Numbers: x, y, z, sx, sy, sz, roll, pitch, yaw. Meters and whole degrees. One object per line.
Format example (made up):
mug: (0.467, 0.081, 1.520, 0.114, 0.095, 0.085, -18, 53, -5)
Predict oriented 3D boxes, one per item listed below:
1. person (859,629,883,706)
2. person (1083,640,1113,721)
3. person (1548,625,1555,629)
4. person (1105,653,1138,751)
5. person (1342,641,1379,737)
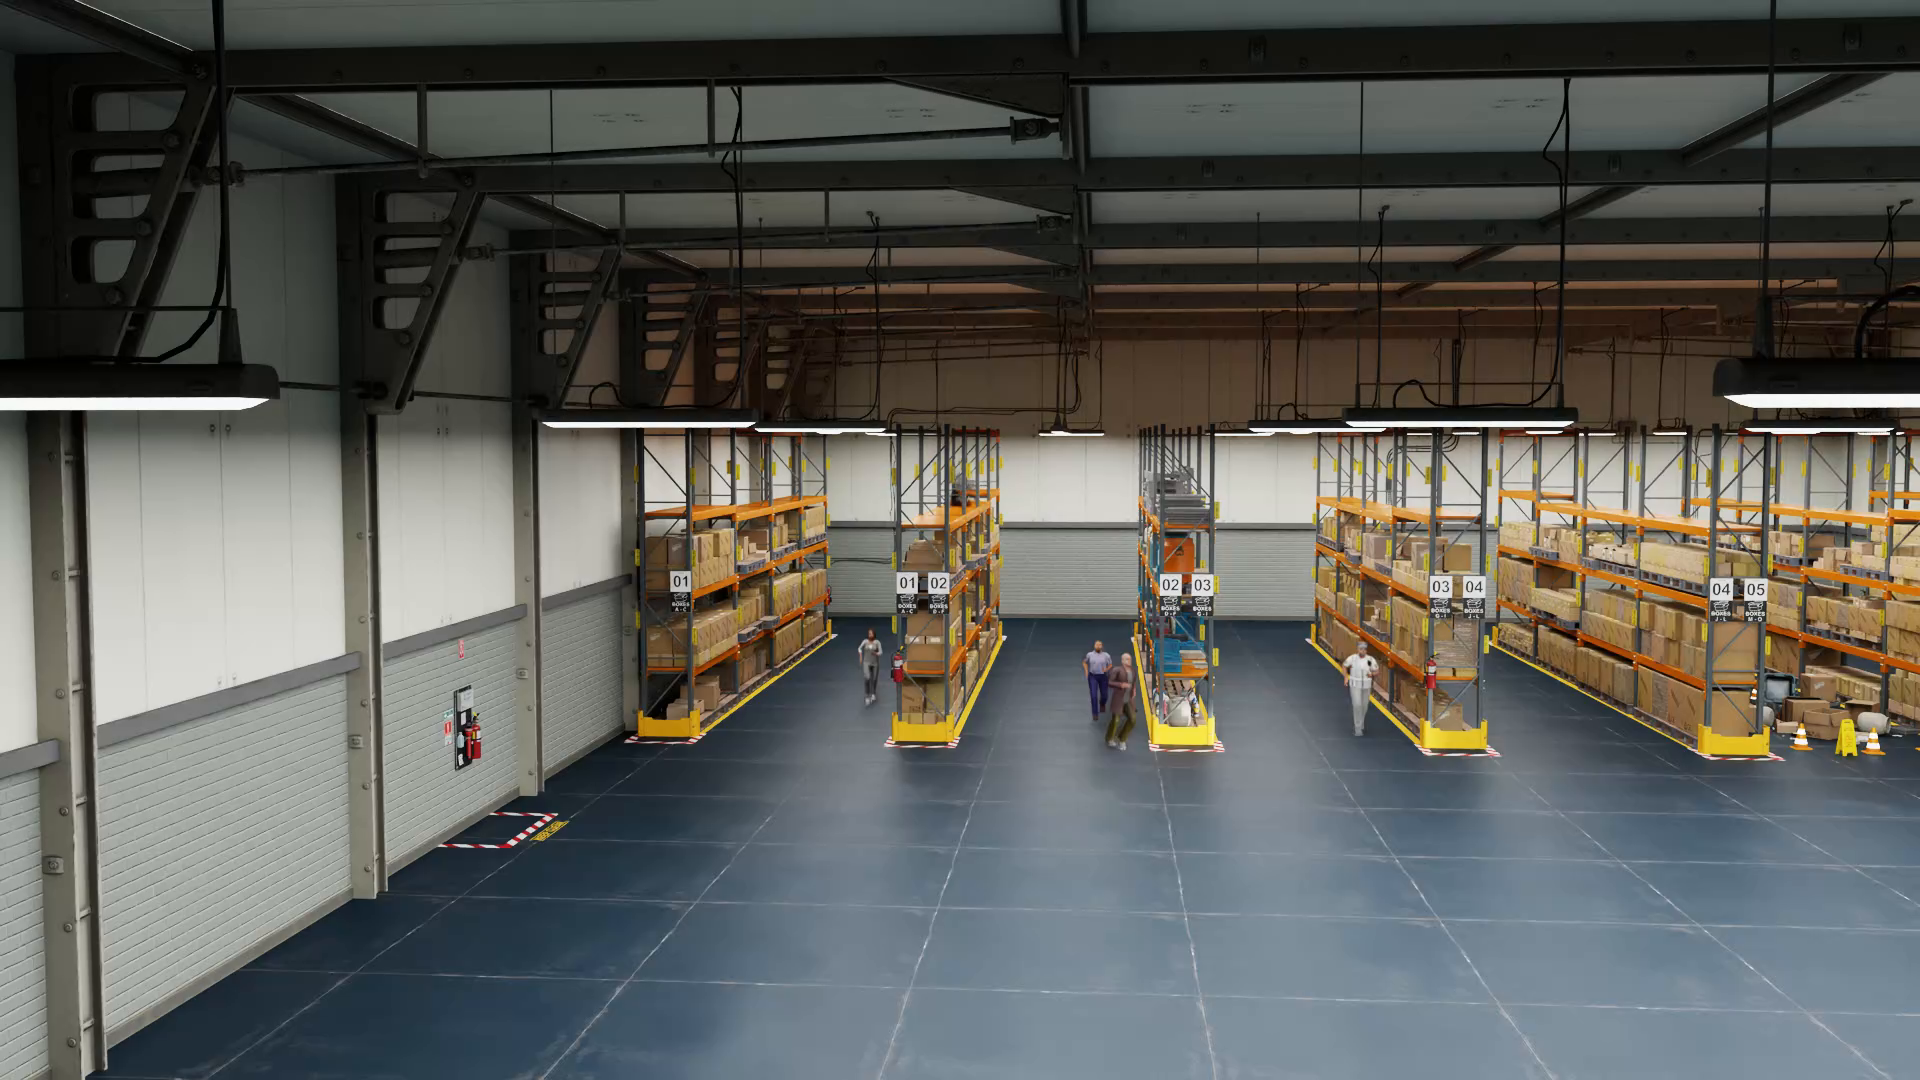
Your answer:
person: (-1.930, 2.736, 35.925, 0.503, 1.644, 0.710, 0, 3, -6)
person: (2.815, 2.846, 33.986, 0.620, 1.613, 0.823, 0, 3, 3)
person: (16.792, 2.091, 47.109, 0.608, 1.519, 0.782, -2, 4, -24)
person: (3.036, 2.993, 30.649, 0.708, 1.813, 0.776, -2, 4, -24)
person: (7.797, 2.850, 32.305, 0.665, 1.797, 0.899, 0, 3, 1)
